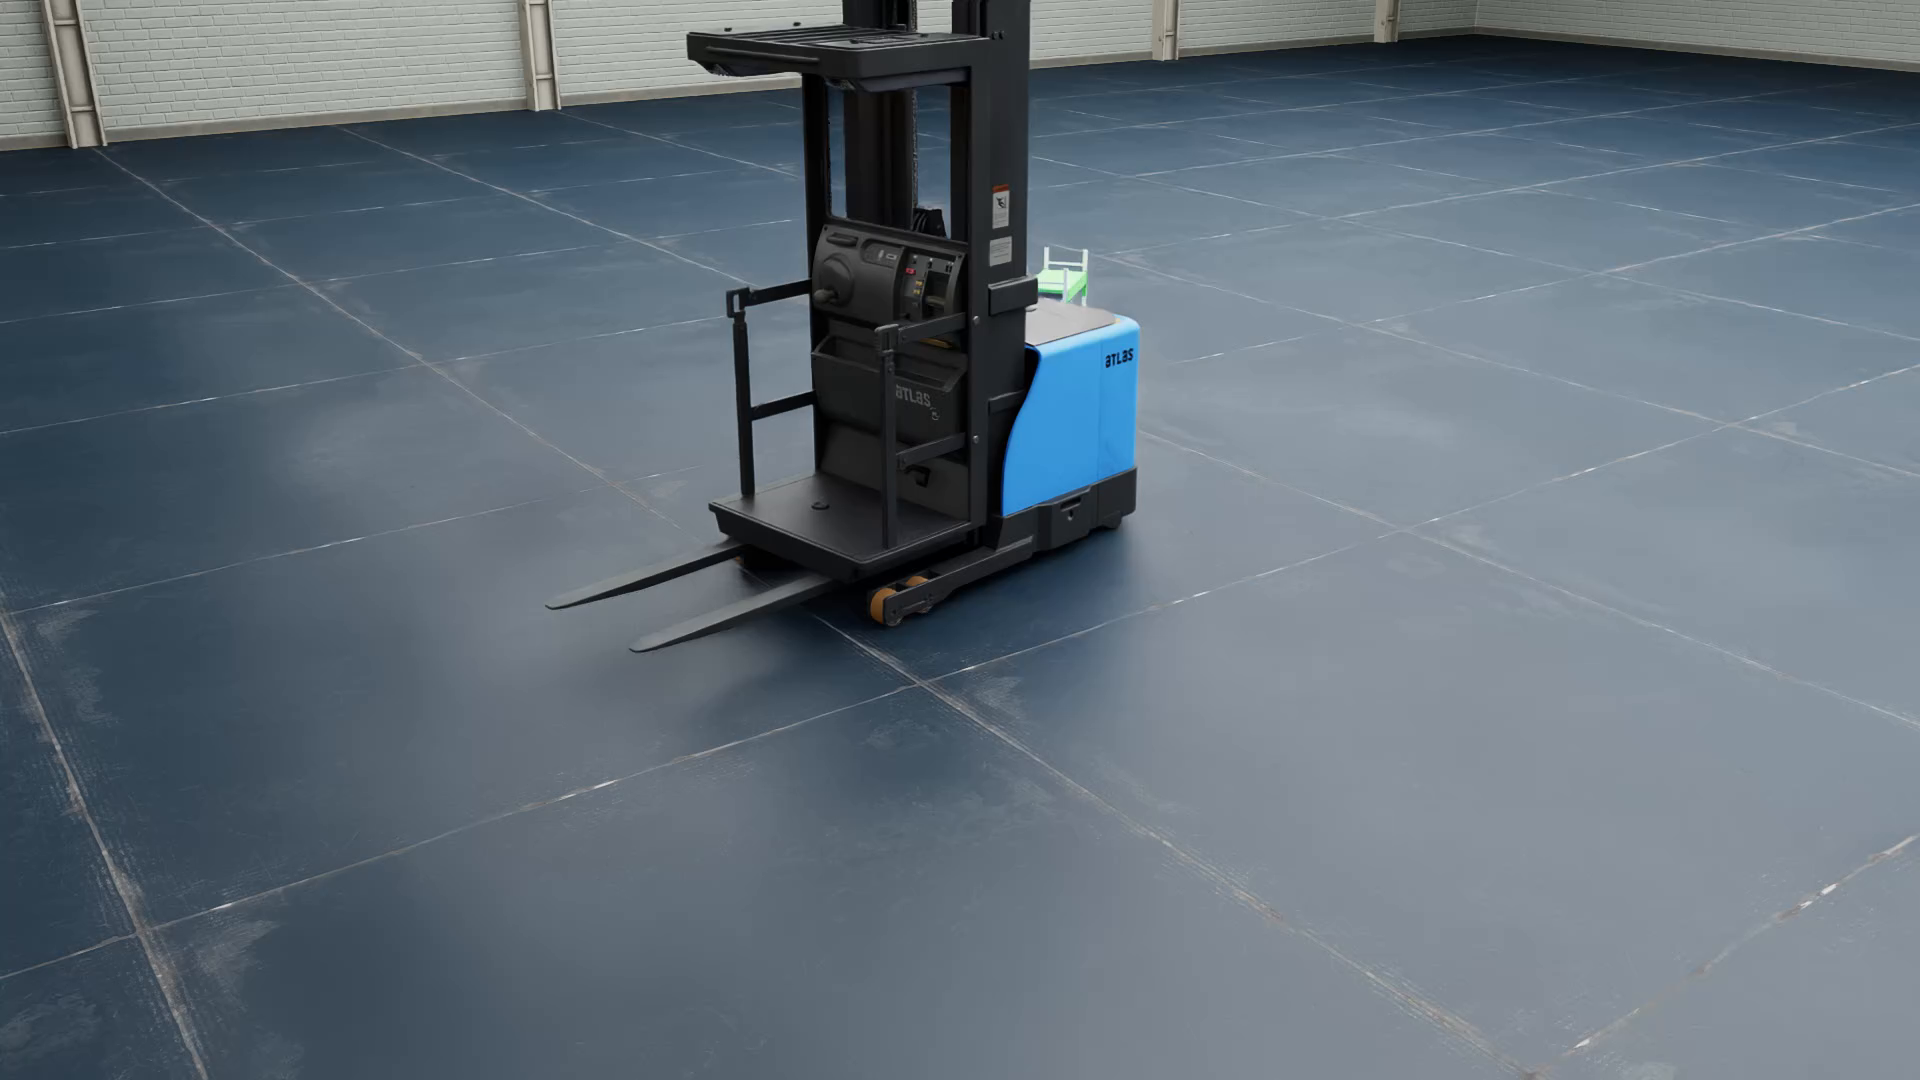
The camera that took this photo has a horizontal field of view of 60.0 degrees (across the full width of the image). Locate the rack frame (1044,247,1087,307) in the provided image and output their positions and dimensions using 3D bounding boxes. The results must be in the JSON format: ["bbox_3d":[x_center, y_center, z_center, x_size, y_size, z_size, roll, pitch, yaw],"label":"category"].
[{"bbox_3d":[0.586,-1.054,9.418,0.240,1.200,0.015,6,23,15],"label":"rack frame"}]

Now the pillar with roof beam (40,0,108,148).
[{"bbox_3d":[-8.347,-7.797,15.795,0.400,9.000,9.100,-15,26,-33],"label":"pillar with roof beam"}]

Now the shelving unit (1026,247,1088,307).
[{"bbox_3d":[0.518,-0.967,9.201,0.258,1.200,0.503,6,23,15],"label":"shelving unit"}]

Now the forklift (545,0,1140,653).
[{"bbox_3d":[-0.479,-1.193,7.430,1.130,2.935,3.031,20,29,40],"label":"forklift"}]

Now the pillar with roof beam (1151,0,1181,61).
[{"bbox_3d":[6.264,-11.693,25.559,0.400,9.000,9.100,-15,26,-33],"label":"pillar with roof beam"}]

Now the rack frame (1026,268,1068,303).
[{"bbox_3d":[0.450,-0.880,8.983,0.240,1.200,0.015,6,23,15],"label":"rack frame"}]

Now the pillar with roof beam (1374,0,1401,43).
[{"bbox_3d":[11.135,-12.992,28.813,0.400,9.000,9.100,-15,26,-33],"label":"pillar with roof beam"}]

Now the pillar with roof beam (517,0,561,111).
[{"bbox_3d":[-3.477,-9.096,19.050,0.400,9.000,9.100,-15,26,-33],"label":"pillar with roof beam"}]

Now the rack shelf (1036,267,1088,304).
[{"bbox_3d":[0.518,-1.353,9.046,0.258,0.148,0.480,6,23,15],"label":"rack shelf"}]
